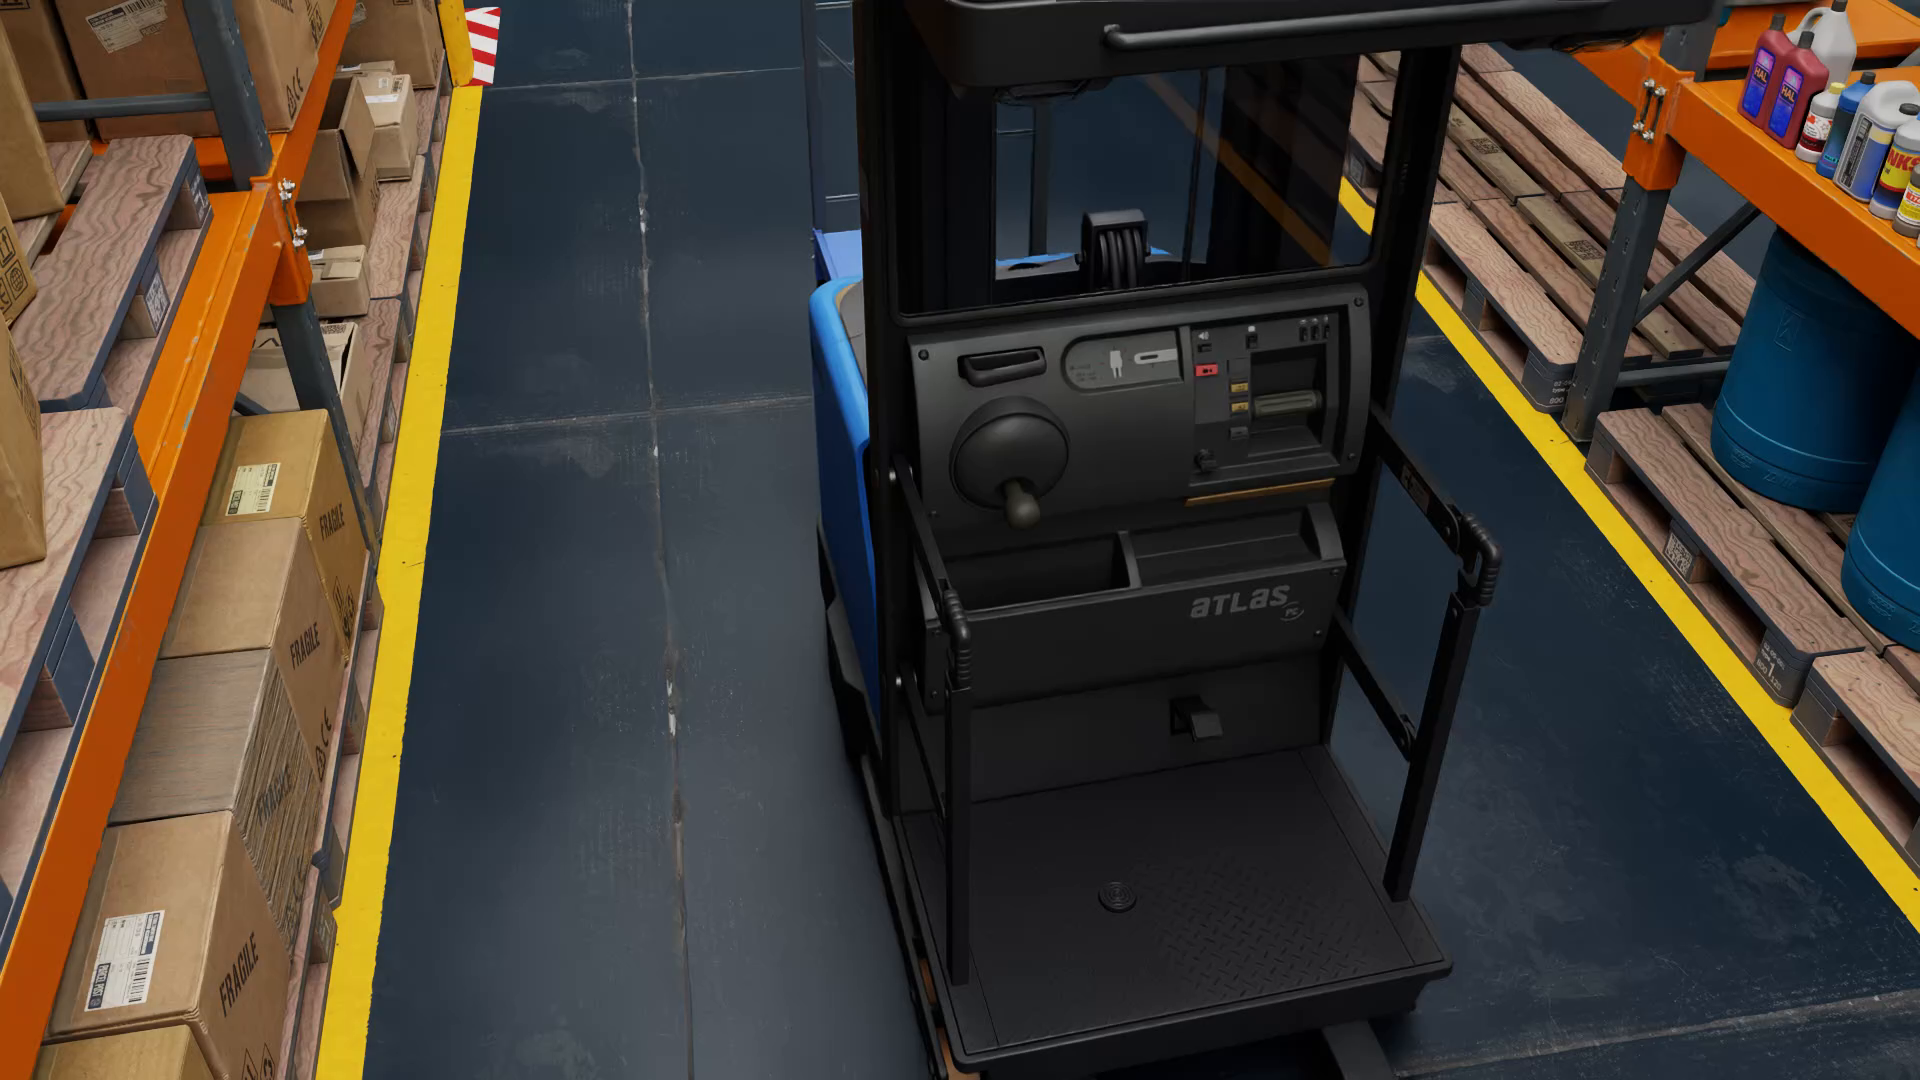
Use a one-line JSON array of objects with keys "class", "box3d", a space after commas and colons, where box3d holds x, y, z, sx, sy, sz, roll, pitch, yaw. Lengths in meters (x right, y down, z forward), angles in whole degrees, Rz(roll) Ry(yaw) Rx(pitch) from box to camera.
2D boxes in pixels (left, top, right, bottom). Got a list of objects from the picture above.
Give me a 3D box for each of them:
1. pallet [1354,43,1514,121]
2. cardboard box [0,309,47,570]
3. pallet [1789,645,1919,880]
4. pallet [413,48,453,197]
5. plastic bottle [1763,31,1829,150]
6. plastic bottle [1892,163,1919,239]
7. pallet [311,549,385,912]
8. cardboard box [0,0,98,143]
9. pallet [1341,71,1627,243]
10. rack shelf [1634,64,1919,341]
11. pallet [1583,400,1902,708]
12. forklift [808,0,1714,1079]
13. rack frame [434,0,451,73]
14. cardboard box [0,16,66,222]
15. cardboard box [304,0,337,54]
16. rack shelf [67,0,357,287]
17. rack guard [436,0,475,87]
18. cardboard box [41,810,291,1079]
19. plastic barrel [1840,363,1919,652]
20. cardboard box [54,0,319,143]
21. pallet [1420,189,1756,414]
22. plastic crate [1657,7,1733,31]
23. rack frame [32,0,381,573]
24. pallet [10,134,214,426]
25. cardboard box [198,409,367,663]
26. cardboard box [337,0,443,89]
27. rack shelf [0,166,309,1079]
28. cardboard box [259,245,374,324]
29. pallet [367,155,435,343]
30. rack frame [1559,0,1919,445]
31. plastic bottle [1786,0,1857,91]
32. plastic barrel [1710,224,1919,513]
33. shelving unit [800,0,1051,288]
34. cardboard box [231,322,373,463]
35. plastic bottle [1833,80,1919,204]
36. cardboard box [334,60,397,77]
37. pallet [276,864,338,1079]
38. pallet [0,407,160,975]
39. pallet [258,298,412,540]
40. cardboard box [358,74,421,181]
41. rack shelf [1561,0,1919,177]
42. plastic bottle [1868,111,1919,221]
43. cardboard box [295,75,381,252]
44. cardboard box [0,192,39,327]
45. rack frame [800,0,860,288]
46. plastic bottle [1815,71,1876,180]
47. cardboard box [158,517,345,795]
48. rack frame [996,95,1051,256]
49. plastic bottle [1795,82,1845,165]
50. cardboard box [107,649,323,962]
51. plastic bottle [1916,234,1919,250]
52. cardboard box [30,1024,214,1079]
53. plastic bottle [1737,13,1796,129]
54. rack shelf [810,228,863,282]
[{"class": "pallet", "box3d": [1.984, -2.411, 8.181, 1.003, 0.211, 1.213, -6, 38, -8]}, {"class": "cardboard box", "box3d": [-1.928, -0.213, 2.655, 0.700, 0.500, 0.500, -16, 41, -19]}, {"class": "pallet", "box3d": [2.891, 0.712, 4.162, 1.003, 0.211, 1.213, -6, 38, -8]}, {"class": "pallet", "box3d": [-2.845, -1.855, 7.466, 1.003, 0.211, 1.213, -6, 38, -8]}, {"class": "plastic bottle", "box3d": [2.247, -1.205, 4.451, 0.061, 0.283, 0.133, -6, 38, -8]}, {"class": "plastic bottle", "box3d": [2.360, -0.847, 4.057, 0.097, 0.201, 0.097, 0, 38, 0]}, {"class": "pallet", "box3d": [-2.118, 0.520, 4.408, 1.003, 0.211, 1.213, -6, 38, -8]}, {"class": "cardboard box", "box3d": [-2.638, -1.382, 4.502, 0.500, 0.500, 0.500, -6, 38, -7]}, {"class": "pallet", "box3d": [2.195, -1.676, 7.235, 1.003, 0.211, 1.213, -6, 38, -8]}, {"class": "rack shelf", "box3d": [2.930, -0.106, 3.528, 1.077, 0.370, 4.000, -6, 38, -8]}, {"class": "pallet", "box3d": [2.673, -0.027, 5.112, 1.003, 0.211, 1.213, -6, 38, -8]}, {"class": "forklift", "box3d": [0.416, -0.187, 3.101, 1.130, 2.935, 3.031, -8, 39, -10]}, {"class": "rack frame", "box3d": [-2.999, -3.484, 7.290, 1.000, 3.000, 0.127, -6, 38, -8]}, {"class": "cardboard box", "box3d": [-2.435, -0.963, 3.621, 0.700, 0.500, 0.500, -19, 42, -23]}, {"class": "cardboard box", "box3d": [-2.212, -1.754, 4.981, 0.500, 0.500, 0.500, -6, 38, -7]}, {"class": "rack shelf", "box3d": [-2.649, -1.992, 5.955, 1.077, 0.370, 4.000, -6, 38, -8]}, {"class": "rack guard", "box3d": [-2.986, -2.451, 7.997, 1.175, 0.500, 0.348, -6, 38, -8]}, {"class": "cardboard box", "box3d": [-1.672, 0.922, 3.297, 0.500, 0.500, 0.500, -7, 38, -9]}, {"class": "plastic barrel", "box3d": [2.782, -0.178, 4.402, 0.600, 0.901, 0.708, -6, 38, -8]}, {"class": "cardboard box", "box3d": [-2.119, -1.445, 4.583, 0.500, 0.500, 0.500, -5, 38, -7]}, {"class": "pallet", "box3d": [2.412, -0.937, 6.284, 1.003, 0.211, 1.213, -6, 38, -8]}, {"class": "plastic crate", "box3d": [2.162, -1.861, 5.165, 0.392, 0.384, 0.575, -6, 38, -8]}, {"class": "rack frame", "box3d": [-2.298, -1.068, 4.180, 1.000, 3.000, 0.127, -6, 38, -8]}, {"class": "pallet", "box3d": [-2.265, -0.498, 3.602, 1.003, 0.211, 1.213, -6, 38, -8]}, {"class": "cardboard box", "box3d": [-1.929, 0.013, 4.468, 0.500, 0.500, 0.500, -6, 38, -8]}, {"class": "cardboard box", "box3d": [-2.662, -2.369, 7.533, 0.500, 0.500, 0.500, -6, 38, -8]}, {"class": "rack shelf", "box3d": [-1.947, 0.424, 2.846, 1.077, 0.370, 4.000, -6, 38, -8]}, {"class": "cardboard box", "box3d": [-2.320, -0.921, 5.941, 0.380, 0.166, 0.250, -6, 38, -8]}, {"class": "pallet", "box3d": [-2.635, -1.120, 6.520, 1.003, 0.211, 1.213, -6, 38, -8]}, {"class": "rack frame", "box3d": [2.579, -1.599, 4.863, 1.000, 3.000, 0.127, -6, 38, -8]}, {"class": "plastic bottle", "box3d": [2.329, -1.307, 4.528, 0.144, 0.351, 0.185, -6, 38, -8]}, {"class": "plastic barrel", "box3d": [2.658, -0.605, 4.952, 0.600, 0.901, 0.708, -6, 38, -8]}, {"class": "shelving unit", "box3d": [-0.125, -0.838, 5.106, 0.538, 1.500, 1.048, -8, 39, -10]}, {"class": "cardboard box", "box3d": [-2.159, -0.457, 5.226, 0.500, 0.311, 0.500, -6, 38, -8]}, {"class": "plastic bottle", "box3d": [2.349, -1.008, 4.204, 0.152, 0.276, 0.135, -6, 38, -8]}, {"class": "cardboard box", "box3d": [-2.679, -1.983, 7.308, 0.380, 0.166, 0.250, -6, 38, -8]}, {"class": "pallet", "box3d": [-1.901, 1.259, 3.458, 1.003, 0.211, 1.213, -6, 38, -8]}, {"class": "pallet", "box3d": [-1.942, 0.250, 2.640, 1.003, 0.211, 1.213, -6, 38, -8]}, {"class": "pallet", "box3d": [-2.418, -0.382, 5.569, 1.003, 0.211, 1.213, -6, 38, -8]}, {"class": "cardboard box", "box3d": [-2.525, -1.693, 6.867, 0.500, 0.250, 0.500, -6, 38, -8]}, {"class": "rack shelf", "box3d": [2.229, -2.522, 6.638, 1.077, 0.370, 4.000, -6, 38, -8]}, {"class": "plastic bottle", "box3d": [2.343, -0.933, 4.111, 0.097, 0.271, 0.097, 0, 38, 0]}, {"class": "cardboard box", "box3d": [-2.633, -1.390, 6.271, 0.797, 0.503, 0.637, -6, 38, -8]}, {"class": "cardboard box", "box3d": [-2.252, -0.555, 3.095, 0.700, 0.500, 0.500, -1, 38, -1]}, {"class": "rack frame", "box3d": [-0.240, -1.142, 5.497, 0.500, 1.500, 0.032, -8, 39, -10]}, {"class": "plastic bottle", "box3d": [2.302, -1.073, 4.291, 0.097, 0.271, 0.097, 0, 38, 0]}, {"class": "cardboard box", "box3d": [-1.851, 0.312, 4.082, 0.500, 0.500, 0.500, -6, 38, -8]}, {"class": "rack frame", "box3d": [-0.011, -0.534, 4.715, 0.500, 1.500, 0.032, -8, 39, -10]}, {"class": "plastic bottle", "box3d": [2.285, -1.104, 4.389, 0.097, 0.201, 0.097, 0, 38, 0]}, {"class": "cardboard box", "box3d": [-1.764, 0.615, 3.692, 0.500, 0.500, 0.500, -6, 38, -7]}, {"class": "plastic bottle", "box3d": [2.377, -0.788, 3.981, 0.097, 0.201, 0.097, 0, 38, 0]}, {"class": "cardboard box", "box3d": [-1.576, 1.237, 2.892, 0.500, 0.500, 0.500, -7, 38, -9]}, {"class": "plastic bottle", "box3d": [2.223, -1.285, 4.554, 0.061, 0.283, 0.133, -6, 38, -8]}, {"class": "rack shelf", "box3d": [-0.125, -0.696, 5.216, 0.538, 0.185, 1.000, -8, 39, -10]}]
